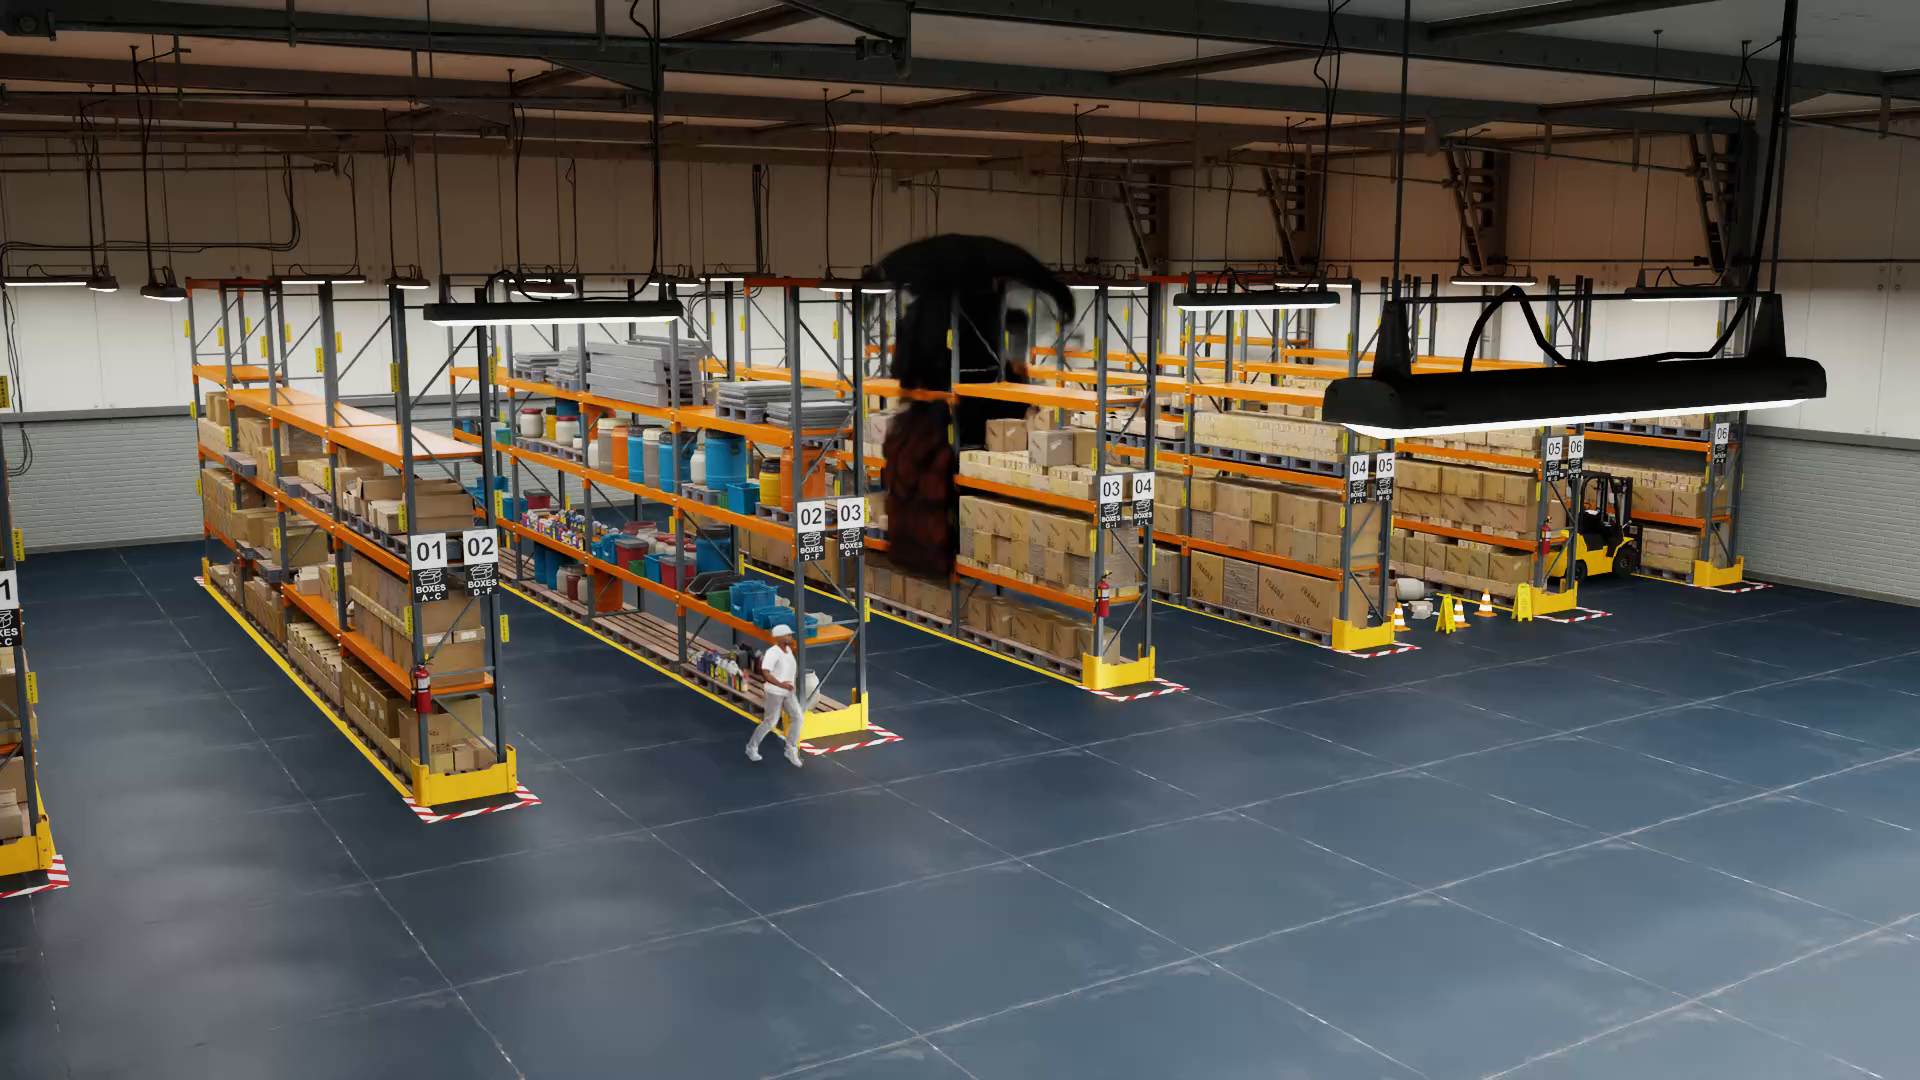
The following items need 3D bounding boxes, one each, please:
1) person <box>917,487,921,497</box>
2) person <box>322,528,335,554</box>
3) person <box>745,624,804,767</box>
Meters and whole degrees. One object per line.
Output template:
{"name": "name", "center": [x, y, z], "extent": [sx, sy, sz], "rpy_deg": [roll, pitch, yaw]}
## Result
{"name": "person", "center": [-0.972, -1.842, 43.822], "extent": [0.582, 1.699, 0.920], "rpy_deg": [6, 11, 34]}
{"name": "person", "center": [-13.155, -0.244, 34.264], "extent": [0.656, 1.733, 0.774], "rpy_deg": [5, 11, 25]}
{"name": "person", "center": [-2.290, 1.960, 21.166], "extent": [0.760, 1.789, 0.760], "rpy_deg": [4, 10, 24]}
